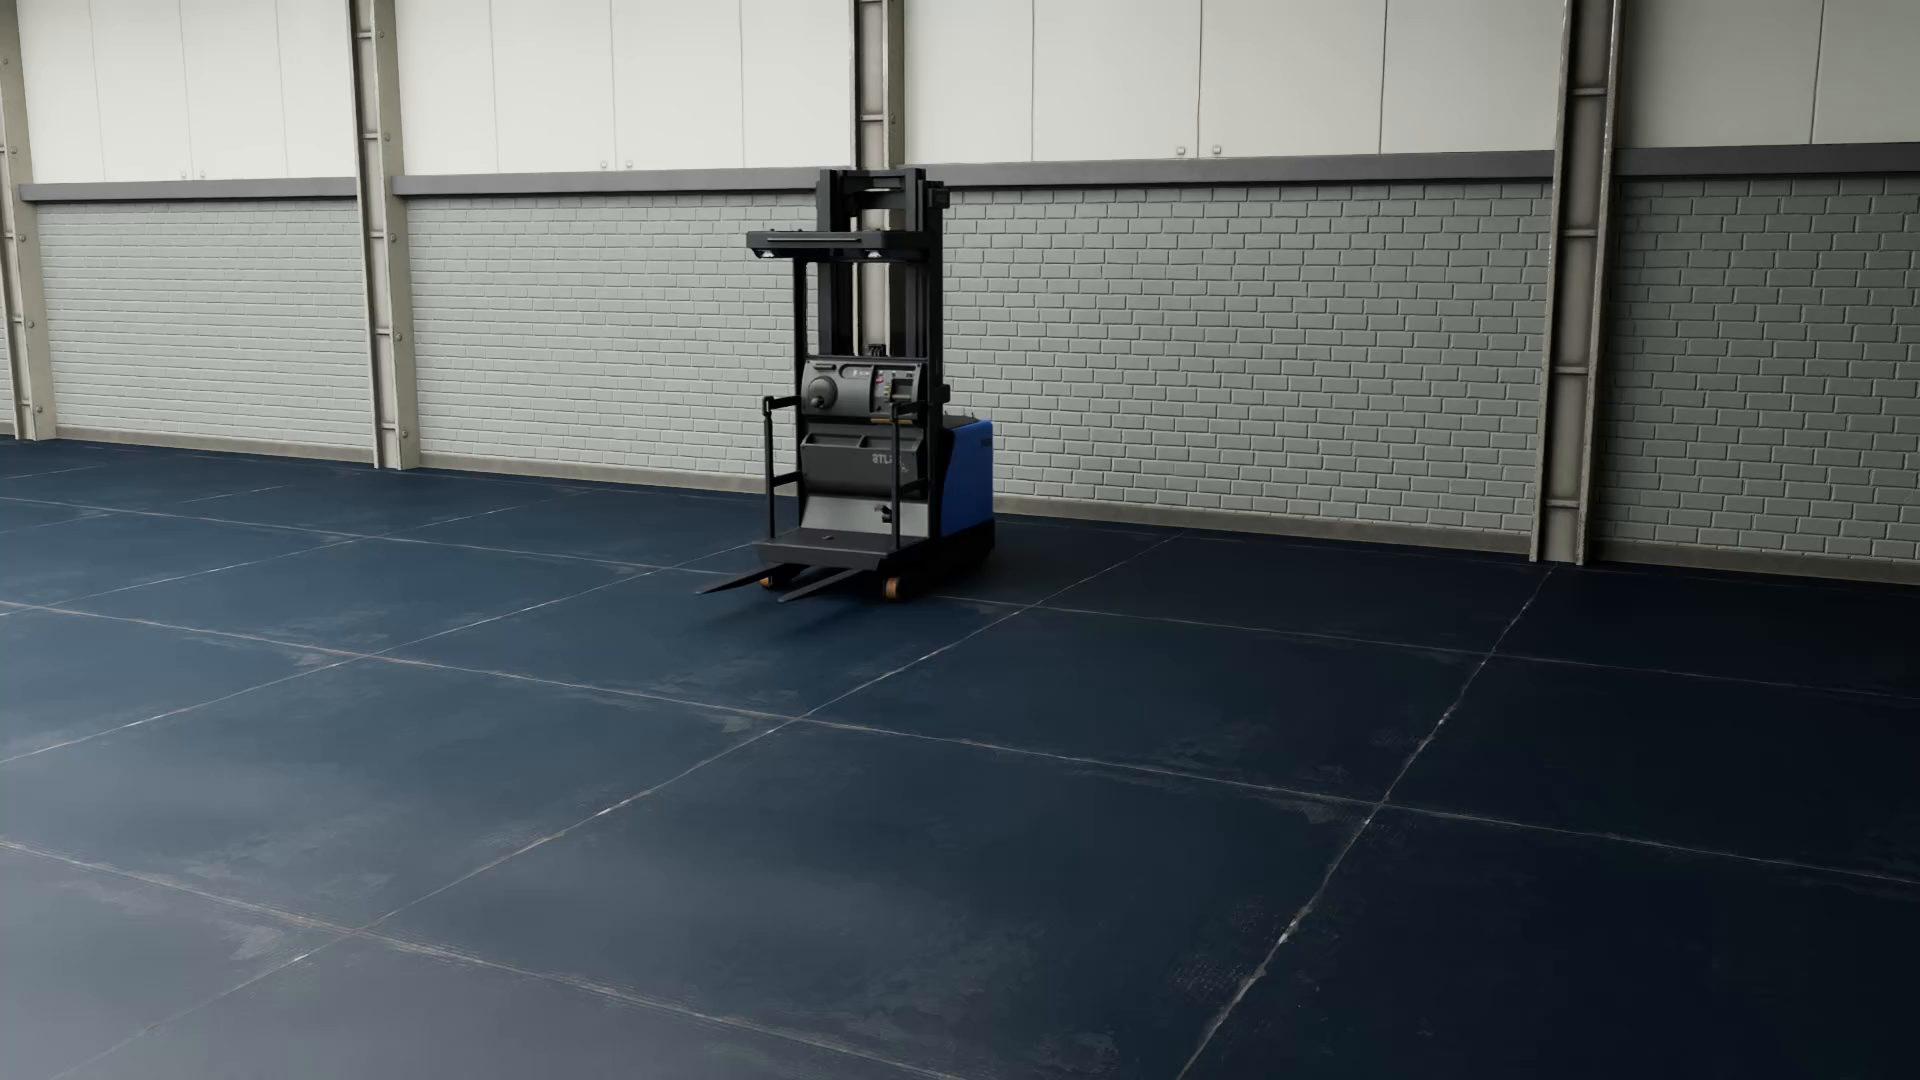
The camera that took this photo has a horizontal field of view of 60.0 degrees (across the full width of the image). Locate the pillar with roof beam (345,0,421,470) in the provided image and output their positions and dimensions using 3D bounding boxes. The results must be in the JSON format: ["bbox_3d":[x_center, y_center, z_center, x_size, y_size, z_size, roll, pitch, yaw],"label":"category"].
[{"bbox_3d":[-8.025,-4.533,13.510,0.400,9.000,9.100,5,11,26],"label":"pillar with roof beam"}]

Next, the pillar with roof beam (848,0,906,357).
[{"bbox_3d":[-2.644,-4.061,10.898,0.400,9.000,9.100,5,11,26],"label":"pillar with roof beam"}]

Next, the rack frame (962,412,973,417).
[{"bbox_3d":[0.061,-0.511,13.607,0.008,1.050,0.200,5,11,26],"label":"rack frame"}]

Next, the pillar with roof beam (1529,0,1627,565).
[{"bbox_3d":[2.736,-3.588,8.286,0.400,9.000,9.100,5,11,26],"label":"pillar with roof beam"}]

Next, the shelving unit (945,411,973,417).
[{"bbox_3d":[-0.048,-0.521,13.660,0.252,1.050,0.215,5,11,26],"label":"shelving unit"}]

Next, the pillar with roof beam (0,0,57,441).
[{"bbox_3d":[-13.406,-5.006,16.123,0.400,9.000,9.100,5,11,26],"label":"pillar with roof beam"}]

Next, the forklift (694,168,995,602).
[{"bbox_3d":[-0.786,-1.112,11.645,1.130,2.935,3.031,4,11,23],"label":"forklift"}]

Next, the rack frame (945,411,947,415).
[{"bbox_3d":[-0.157,-0.530,13.713,0.008,1.050,0.200,5,11,26],"label":"rack frame"}]
